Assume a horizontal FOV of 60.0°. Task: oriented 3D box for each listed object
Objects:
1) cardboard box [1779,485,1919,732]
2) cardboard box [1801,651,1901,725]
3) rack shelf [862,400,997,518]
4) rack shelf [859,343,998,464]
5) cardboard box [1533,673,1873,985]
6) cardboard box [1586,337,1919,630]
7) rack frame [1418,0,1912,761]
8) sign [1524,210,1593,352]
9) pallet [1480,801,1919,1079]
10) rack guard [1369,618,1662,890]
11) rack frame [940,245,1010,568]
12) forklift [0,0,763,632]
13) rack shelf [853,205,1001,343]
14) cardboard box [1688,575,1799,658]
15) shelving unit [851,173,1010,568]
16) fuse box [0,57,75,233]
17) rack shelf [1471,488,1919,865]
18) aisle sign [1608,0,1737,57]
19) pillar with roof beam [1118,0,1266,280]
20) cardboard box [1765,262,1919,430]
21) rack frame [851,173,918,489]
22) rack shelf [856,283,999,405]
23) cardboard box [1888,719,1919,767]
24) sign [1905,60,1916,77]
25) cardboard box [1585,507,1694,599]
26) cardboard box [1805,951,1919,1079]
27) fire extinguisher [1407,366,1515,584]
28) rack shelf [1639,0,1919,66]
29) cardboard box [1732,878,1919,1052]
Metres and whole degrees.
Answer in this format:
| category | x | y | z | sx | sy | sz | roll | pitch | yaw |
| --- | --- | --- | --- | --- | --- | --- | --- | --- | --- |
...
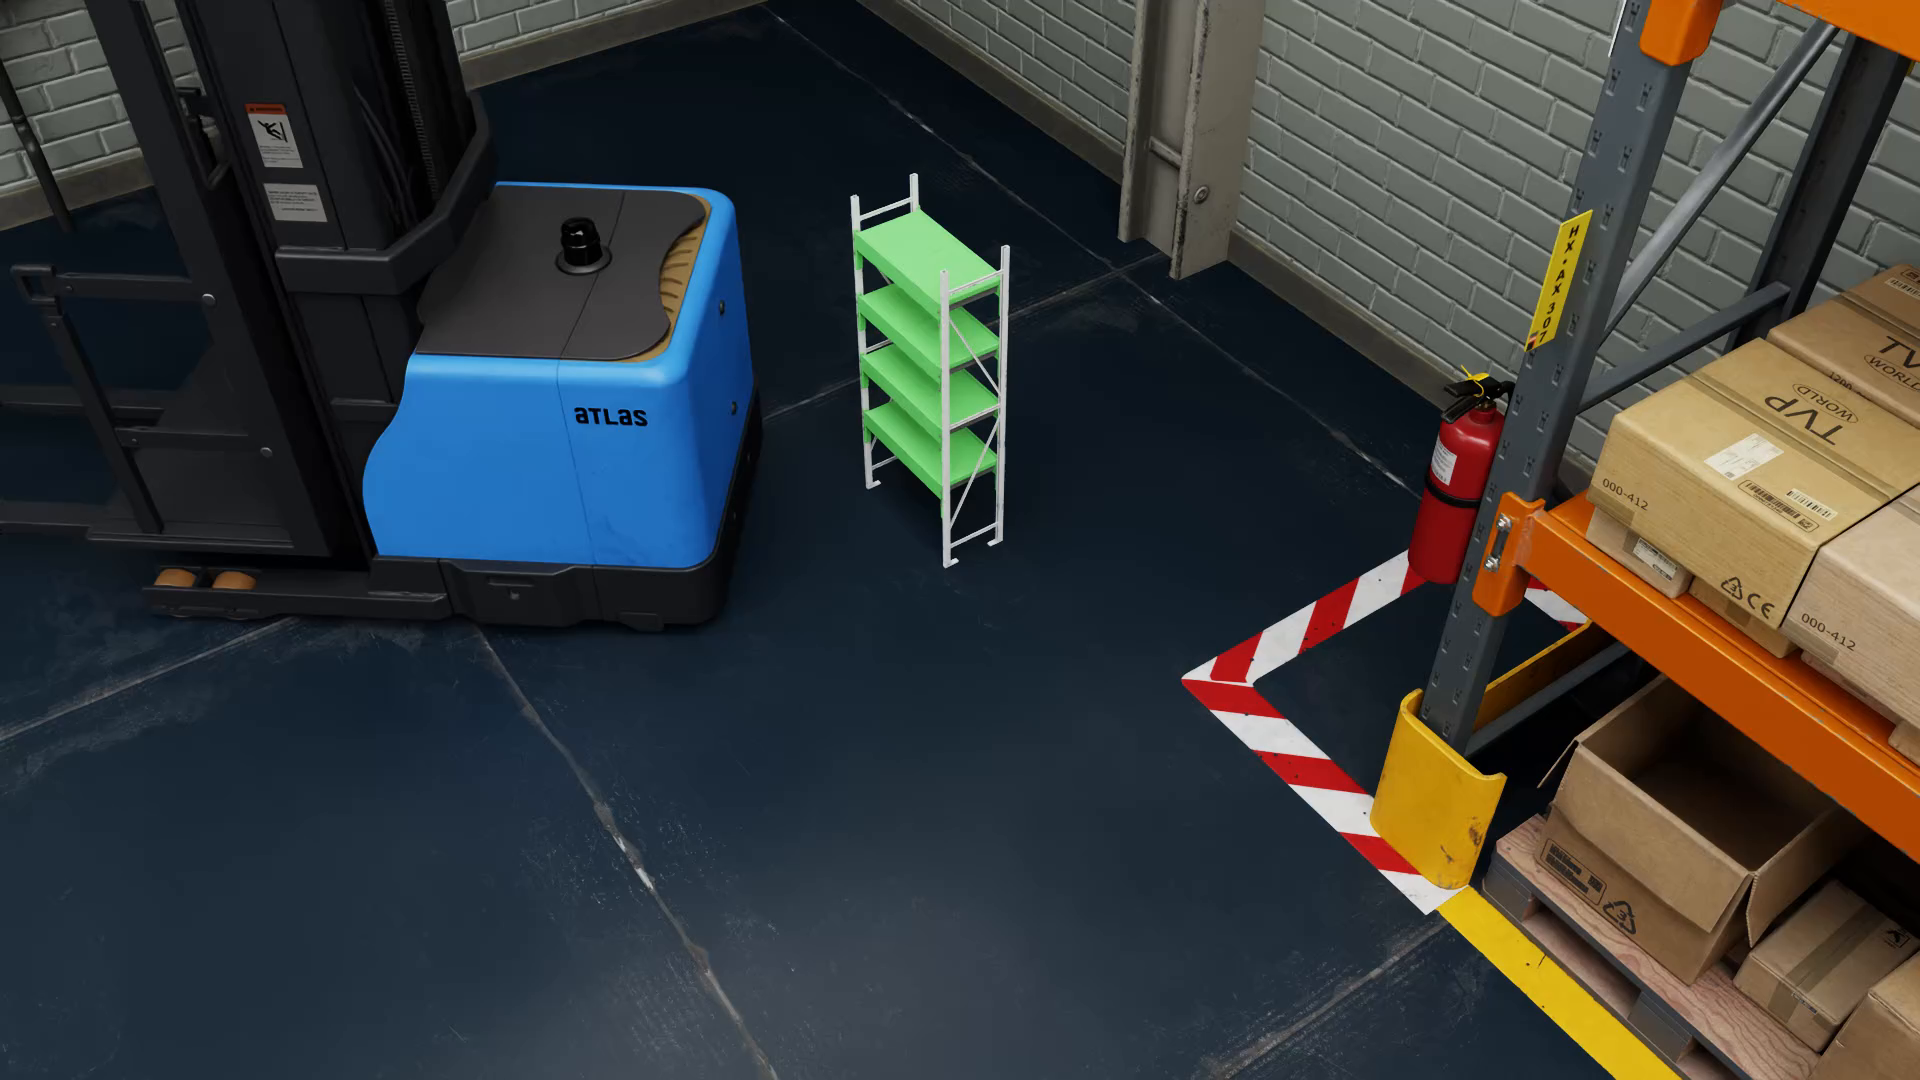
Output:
| category | x | y | z | sx | sy | sz | roll | pitch | yaw |
| --- | --- | --- | --- | --- | --- | --- | --- | --- | --- |
| cardboard box | 2.040 | 0.149 | 3.315 | 0.500 | 0.250 | 0.500 | -25 | 49 | -24 |
| cardboard box | 2.038 | 0.200 | 3.550 | 0.380 | 0.149 | 0.250 | -26 | 50 | -25 |
| rack shelf | -0.095 | -0.308 | 5.644 | 0.258 | 0.148 | 0.480 | -26 | 49 | -24 |
| rack shelf | -0.095 | -0.482 | 5.478 | 0.258 | 0.148 | 0.480 | -26 | 49 | -24 |
| cardboard box | 1.985 | 0.688 | 4.360 | 0.797 | 0.503 | 0.637 | -28 | 50 | -26 |
| cardboard box | 1.751 | -0.136 | 3.614 | 0.500 | 0.250 | 0.500 | -25 | 49 | -24 |
| rack frame | 1.712 | -0.447 | 4.045 | 1.000 | 3.000 | 0.127 | -26 | 49 | -24 |
| sign | 1.268 | -0.545 | 3.522 | 0.100 | 0.325 | 0.005 | -26 | 49 | -24 |
| pallet | 2.213 | 1.056 | 4.491 | 1.003 | 0.211 | 1.213 | -26 | 49 | -24 |
| rack guard | 1.756 | 0.501 | 4.864 | 1.175 | 0.500 | 0.348 | -26 | 49 | -24 |
| rack frame | 0.045 | -0.390 | 5.289 | 0.240 | 1.200 | 0.015 | -26 | 49 | -24 |
| forklift | -2.253 | -1.159 | 4.841 | 3.031 | 2.935 | 1.130 | 3 | 44 | 3 |
| rack shelf | -0.095 | -0.829 | 5.147 | 0.258 | 0.148 | 0.480 | -26 | 49 | -24 |
| cardboard box | 1.859 | 0.065 | 3.692 | 0.380 | 0.149 | 0.250 | -25 | 49 | -23 |
| shelving unit | -0.095 | -0.528 | 5.434 | 0.258 | 1.200 | 0.503 | -26 | 49 | -24 |
| fuse box | -3.795 | -1.949 | 6.552 | 0.539 | 1.711 | 0.414 | -26 | 49 | -24 |
| rack shelf | 2.857 | 0.946 | 3.107 | 1.077 | 0.370 | 4.000 | -26 | 49 | -24 |
| aisle sign | 1.433 | -1.309 | 3.067 | 0.394 | 0.787 | 0.004 | -26 | 49 | -24 |
| pillar with roof beam | -2.622 | -2.799 | 2.165 | 9.100 | 9.000 | 0.400 | -26 | 49 | -24 |
| cardboard box | 2.193 | -0.344 | 3.831 | 0.500 | 0.250 | 0.500 | -24 | 49 | -23 |
| rack frame | -0.234 | -0.666 | 5.579 | 0.240 | 1.200 | 0.015 | -26 | 49 | -24 |
| rack shelf | -0.095 | -0.655 | 5.312 | 0.258 | 0.148 | 0.480 | -26 | 49 | -24 |
| cardboard box | 2.132 | 0.367 | 3.375 | 0.380 | 0.149 | 0.250 | -24 | 49 | -23 |
| sign | 2.179 | -1.188 | 3.754 | 0.100 | 0.325 | 0.005 | -26 | 49 | -24 |
| cardboard box | 1.676 | -0.061 | 3.824 | 0.380 | 0.149 | 0.250 | -26 | 49 | -25 |
| cardboard box | 2.442 | 1.189 | 3.838 | 0.700 | 0.500 | 0.500 | -24 | 49 | -23 |
| fire extinguisher | 1.249 | -0.184 | 4.097 | 0.296 | 0.674 | 0.183 | -26 | 49 | -24 |
| rack shelf | 2.857 | -0.139 | 2.072 | 1.077 | 0.370 | 4.000 | -26 | 49 | -24 |
| cardboard box | 2.196 | 1.073 | 4.215 | 0.380 | 0.149 | 0.250 | -28 | 50 | -26 |
